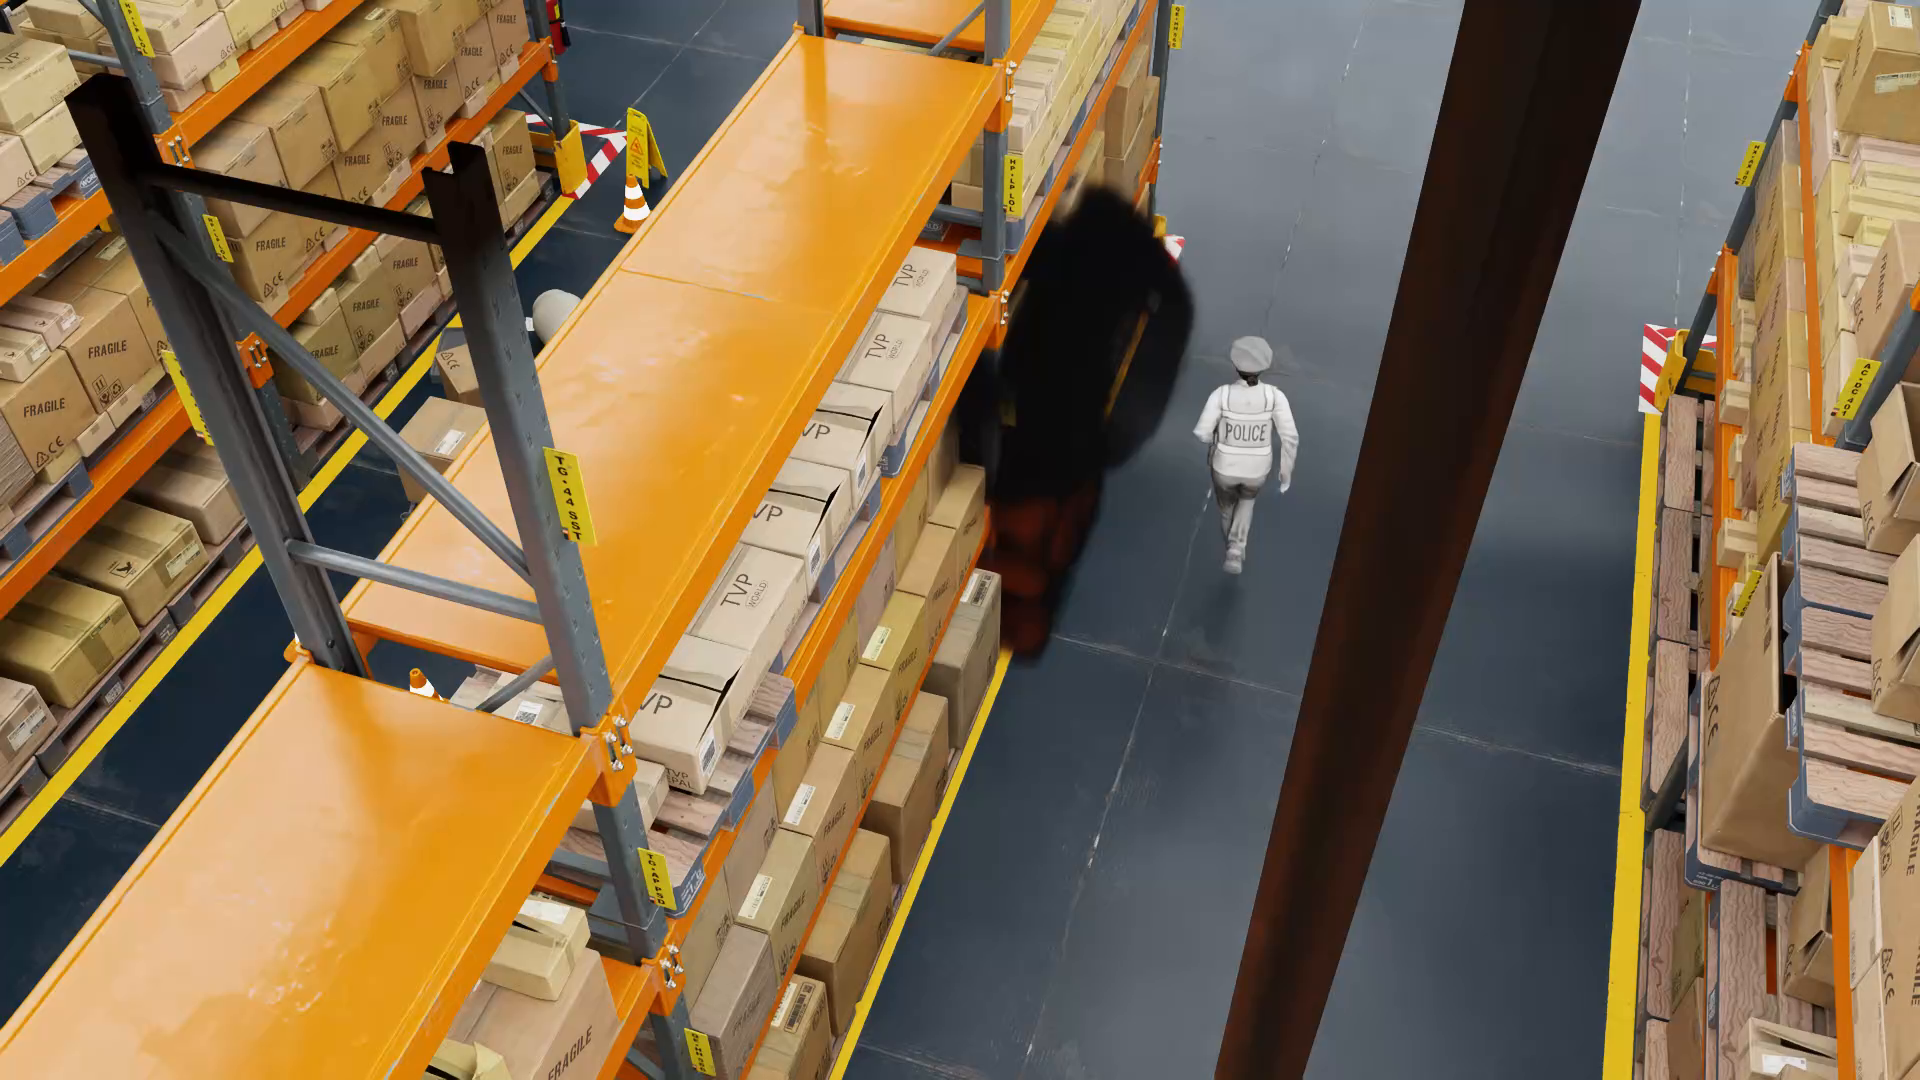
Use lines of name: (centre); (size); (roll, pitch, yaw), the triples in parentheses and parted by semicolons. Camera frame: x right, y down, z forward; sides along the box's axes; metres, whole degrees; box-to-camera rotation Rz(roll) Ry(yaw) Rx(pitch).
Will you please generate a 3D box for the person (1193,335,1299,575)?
person: (1.689, -0.419, 10.023); (0.611, 1.626, 0.637); (3, 46, 3)
